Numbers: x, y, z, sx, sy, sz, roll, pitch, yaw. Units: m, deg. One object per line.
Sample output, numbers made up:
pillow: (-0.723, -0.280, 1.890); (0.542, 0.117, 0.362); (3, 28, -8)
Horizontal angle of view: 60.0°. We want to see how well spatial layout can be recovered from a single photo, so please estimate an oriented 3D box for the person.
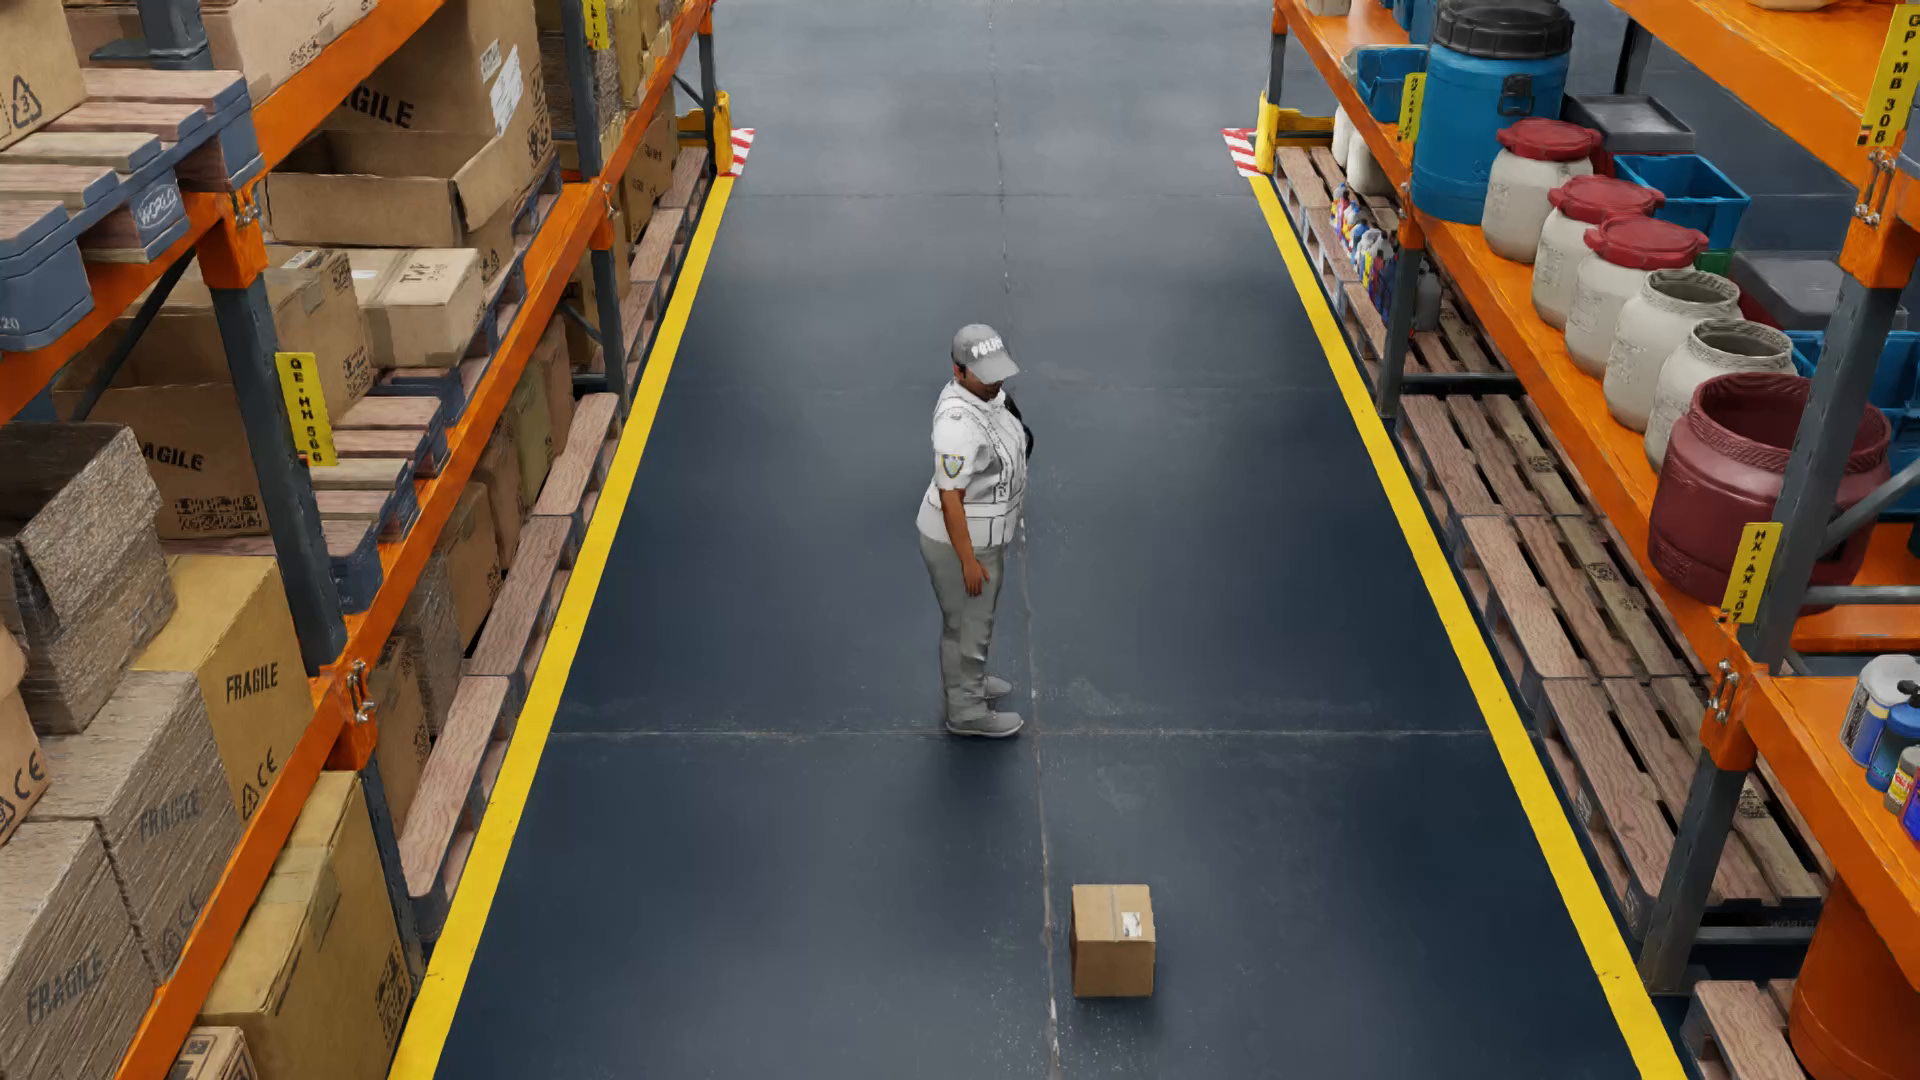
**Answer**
person: (0.055, -0.015, 6.156); (0.415, 1.711, 0.527); (6, 32, 10)
